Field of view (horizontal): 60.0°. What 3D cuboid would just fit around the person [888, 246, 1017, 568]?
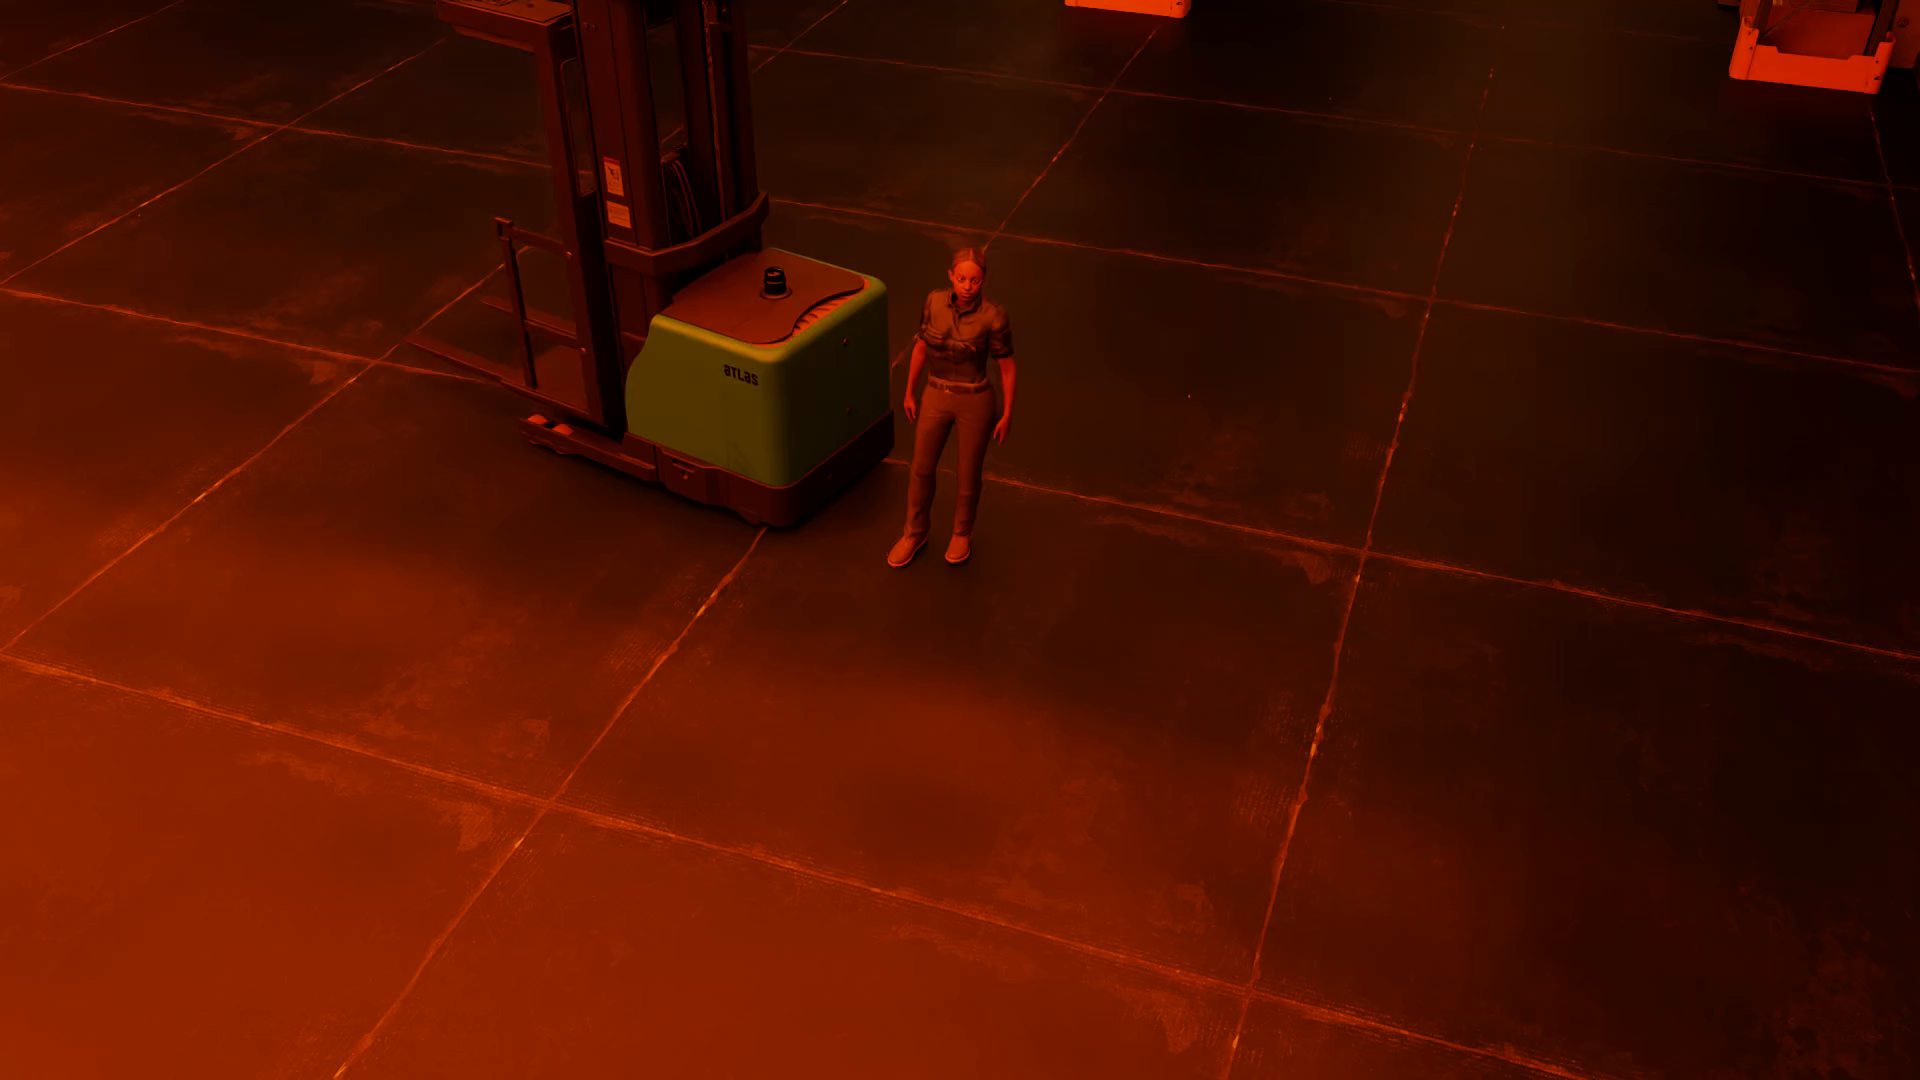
[{"bbox_3d":[-0.035,-0.617,8.083,0.587,1.657,0.476,11,37,15],"label":"person"}]

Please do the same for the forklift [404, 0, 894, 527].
[{"bbox_3d":[-1.883,-1.910,8.805,3.031,2.935,1.130,20,40,26],"label":"forklift"}]
